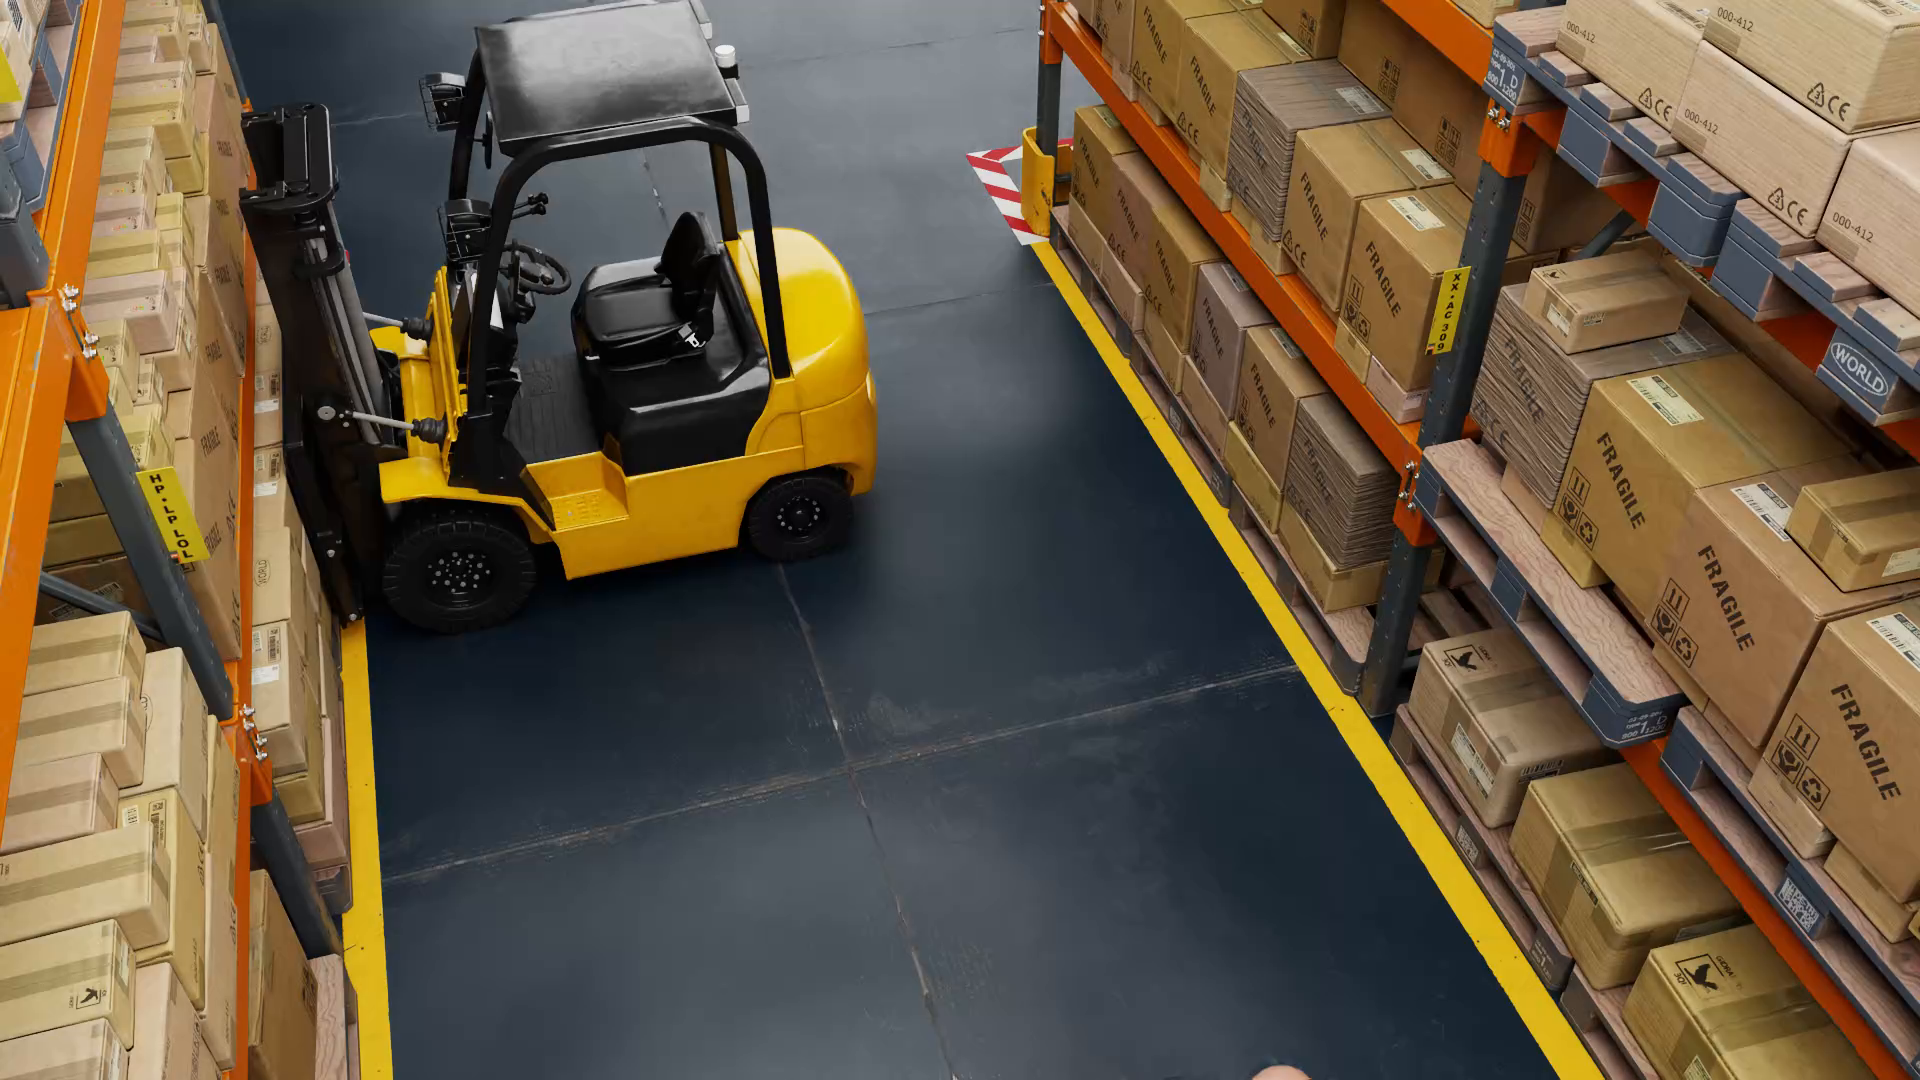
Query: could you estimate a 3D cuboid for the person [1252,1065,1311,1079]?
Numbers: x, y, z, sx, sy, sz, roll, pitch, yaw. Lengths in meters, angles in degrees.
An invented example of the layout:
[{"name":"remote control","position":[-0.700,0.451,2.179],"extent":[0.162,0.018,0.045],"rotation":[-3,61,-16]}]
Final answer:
[{"name":"person","position":[0.711,1.831,4.139],"extent":[0.600,1.753,0.557],"rotation":[-10,43,-10]}]
